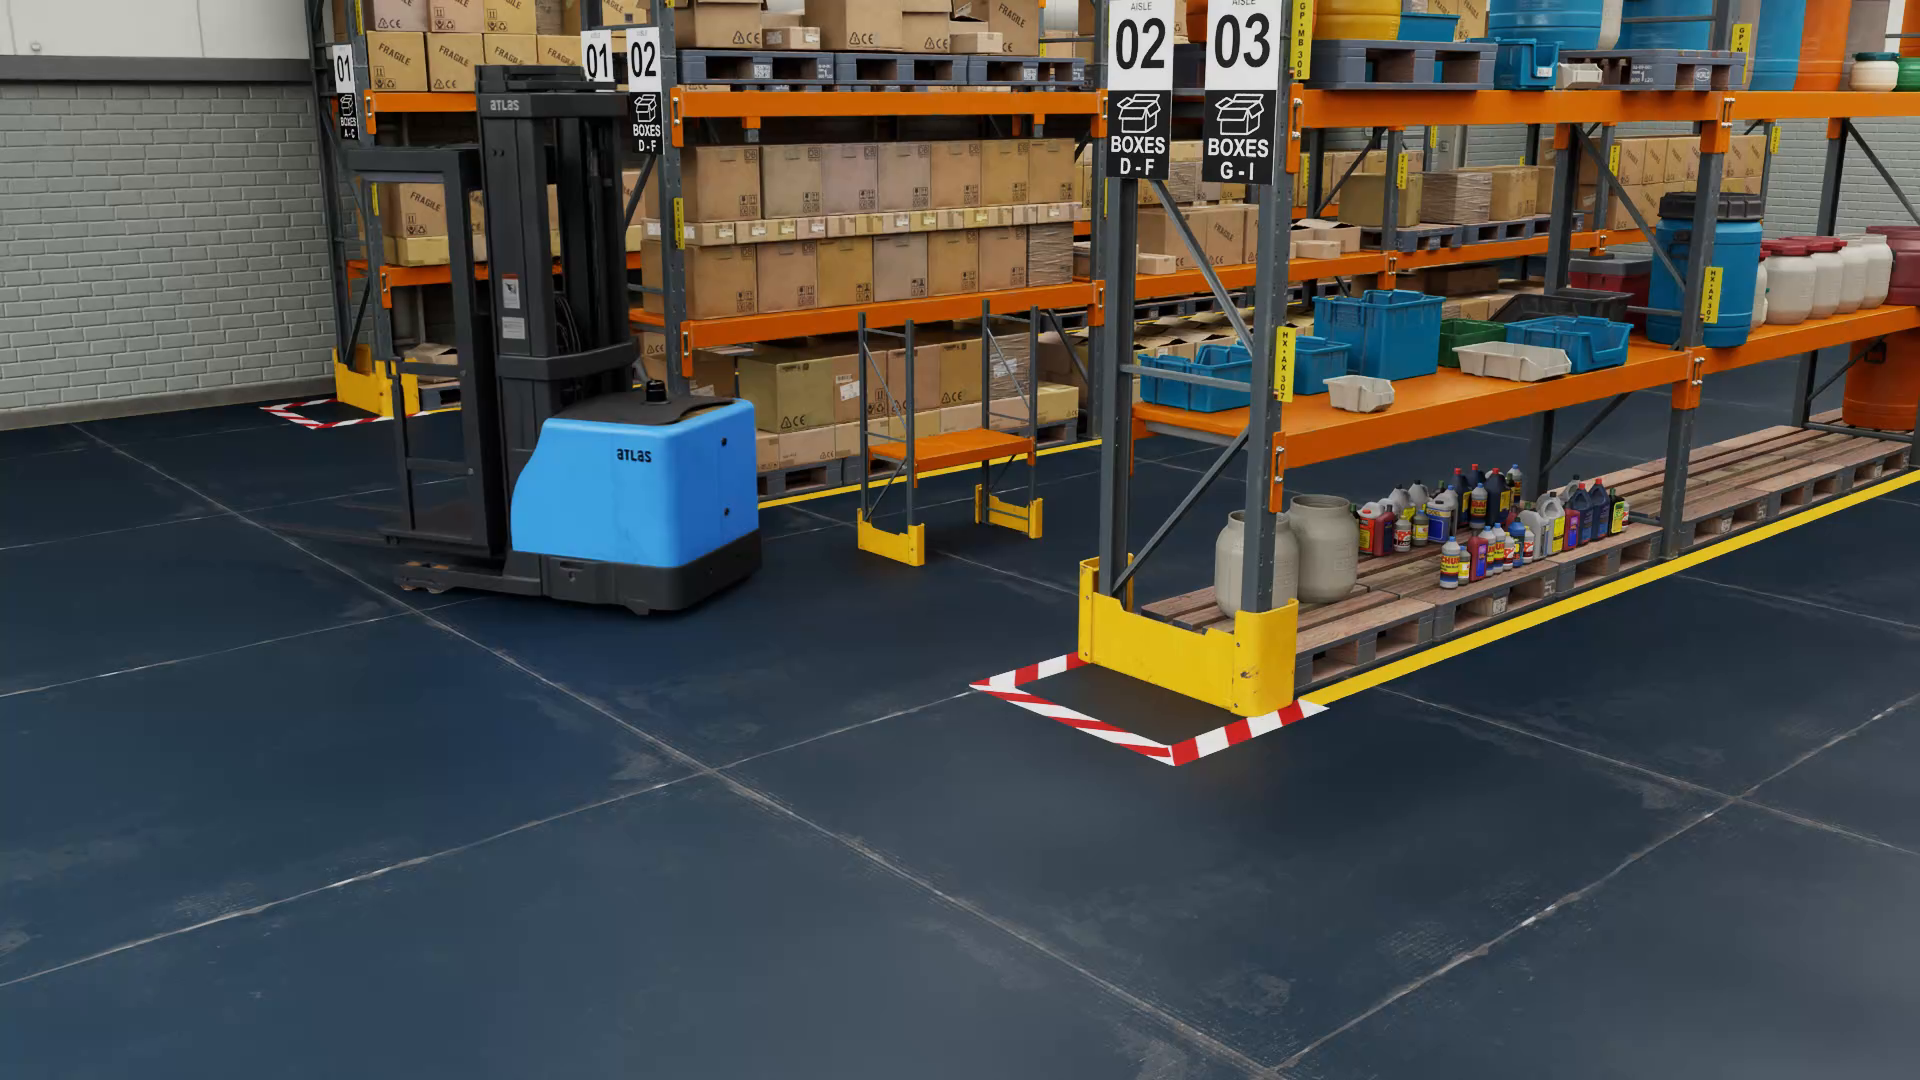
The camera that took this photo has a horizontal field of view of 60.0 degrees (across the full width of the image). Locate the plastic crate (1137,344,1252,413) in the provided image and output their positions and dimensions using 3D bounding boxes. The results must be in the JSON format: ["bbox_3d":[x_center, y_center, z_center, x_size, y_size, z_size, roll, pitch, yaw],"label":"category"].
[{"bbox_3d":[1.245,-0.815,8.277,0.616,0.251,0.499,-13,19,-39],"label":"plastic crate"}]

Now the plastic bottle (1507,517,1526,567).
[{"bbox_3d":[3.123,0.006,9.350,0.097,0.271,0.097,0,15,0],"label":"plastic bottle"}]

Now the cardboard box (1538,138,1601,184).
[{"bbox_3d":[7.080,-4.409,19.313,0.500,0.500,0.500,-13,19,-39],"label":"cardboard box"}]

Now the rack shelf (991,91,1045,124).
[{"bbox_3d":[2.105,-5.468,20.991,4.000,0.370,1.077,-13,19,-39],"label":"rack shelf"}]

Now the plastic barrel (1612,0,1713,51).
[{"bbox_3d":[4.323,-3.241,10.288,0.708,0.901,0.600,-13,19,-39],"label":"plastic barrel"}]

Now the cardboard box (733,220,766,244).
[{"bbox_3d":[-1.550,-2.140,11.499,0.250,0.149,0.380,-13,20,-41],"label":"cardboard box"}]

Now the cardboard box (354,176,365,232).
[{"bbox_3d":[-5.223,-3.093,15.317,0.500,0.500,0.500,-13,20,-40],"label":"cardboard box"}]

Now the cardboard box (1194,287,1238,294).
[{"bbox_3d":[3.208,-3.734,22.269,0.750,0.750,0.750,-12,19,-39],"label":"cardboard box"}]

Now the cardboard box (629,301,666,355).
[{"bbox_3d":[-3.178,-2.171,17.058,0.500,0.500,0.500,14,21,43],"label":"cardboard box"}]

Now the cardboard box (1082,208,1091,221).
[{"bbox_3d":[1.448,-3.996,20.347,0.250,0.149,0.380,-12,19,-38],"label":"cardboard box"}]

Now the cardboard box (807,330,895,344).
[{"bbox_3d":[-0.852,-1.351,13.057,0.500,0.500,0.500,-13,19,-39],"label":"cardboard box"}]

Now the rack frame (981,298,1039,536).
[{"bbox_3d":[0.319,-0.796,10.825,0.032,1.500,0.500,-13,19,-39],"label":"rack frame"}]

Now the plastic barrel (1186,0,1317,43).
[{"bbox_3d":[1.347,-2.710,7.626,0.708,0.830,0.600,-13,19,-39],"label":"plastic barrel"}]

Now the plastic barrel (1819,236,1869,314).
[{"bbox_3d":[6.146,-1.866,11.706,0.421,0.512,0.421,0,15,0],"label":"plastic barrel"}]

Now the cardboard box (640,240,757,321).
[{"bbox_3d":[-1.824,-1.834,11.609,0.500,0.500,0.700,-13,19,-39],"label":"cardboard box"}]

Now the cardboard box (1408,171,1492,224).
[{"bbox_3d":[5.067,-3.562,17.264,0.500,0.500,0.700,-9,17,-29],"label":"cardboard box"}]

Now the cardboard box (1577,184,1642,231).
[{"bbox_3d":[7.431,-3.823,19.057,0.500,0.500,0.500,-12,19,-38],"label":"cardboard box"}]

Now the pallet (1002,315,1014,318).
[{"bbox_3d":[0.005,-2.548,19.882,1.213,0.211,1.003,-13,19,-39],"label":"pallet"}]

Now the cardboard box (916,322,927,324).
[{"bbox_3d":[-0.734,-2.746,19.210,0.500,0.500,0.700,-13,20,-40],"label":"cardboard box"}]

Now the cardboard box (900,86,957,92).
[{"bbox_3d":[-0.443,-5.335,18.859,0.637,0.503,0.797,-9,18,-32],"label":"cardboard box"}]

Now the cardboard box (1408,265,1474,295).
[{"bbox_3d":[5.211,-2.820,18.032,0.500,0.250,0.500,-13,20,-40],"label":"cardboard box"}]

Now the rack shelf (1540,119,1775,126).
[{"bbox_3d":[8.377,-5.182,19.919,4.000,0.370,1.077,-13,19,-39],"label":"rack shelf"}]

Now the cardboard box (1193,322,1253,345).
[{"bbox_3d":[2.467,-1.814,15.156,0.500,0.311,0.500,-12,19,-38],"label":"cardboard box"}]

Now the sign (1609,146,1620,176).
[{"bbox_3d":[7.235,-4.194,18.394,0.005,0.325,0.100,-13,19,-39],"label":"sign"}]

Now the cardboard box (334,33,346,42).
[{"bbox_3d":[-5.291,-4.300,14.989,0.500,0.500,0.500,-11,18,-35],"label":"cardboard box"}]

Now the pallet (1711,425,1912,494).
[{"bbox_3d":[6.489,-0.628,12.693,1.213,0.211,1.003,-13,19,-39],"label":"pallet"}]

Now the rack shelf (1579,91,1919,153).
[{"bbox_3d":[5.591,-2.862,11.233,4.000,0.370,1.077,-13,19,-39],"label":"rack shelf"}]

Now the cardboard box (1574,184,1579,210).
[{"bbox_3d":[7.077,-3.925,19.436,0.500,0.500,0.500,-12,19,-38],"label":"cardboard box"}]

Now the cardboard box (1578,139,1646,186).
[{"bbox_3d":[7.408,-4.298,18.897,0.500,0.500,0.500,-12,19,-38],"label":"cardboard box"}]

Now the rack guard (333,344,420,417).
[{"bbox_3d":[-5.382,-1.478,15.314,0.348,0.500,1.175,-13,19,-39],"label":"rack guard"}]

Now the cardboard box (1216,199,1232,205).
[{"bbox_3d":[3.369,-4.434,21.985,0.250,0.149,0.380,-12,19,-38],"label":"cardboard box"}]

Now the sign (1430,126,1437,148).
[{"bbox_3d":[6.977,-5.949,24.506,0.005,0.325,0.100,-13,19,-39],"label":"sign"}]

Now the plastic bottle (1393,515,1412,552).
[{"bbox_3d":[2.571,-0.041,9.660,0.097,0.201,0.097,0,15,0],"label":"plastic bottle"}]

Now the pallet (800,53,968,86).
[{"bbox_3d":[-0.713,-3.438,12.166,1.213,0.211,1.003,-13,19,-39],"label":"pallet"}]

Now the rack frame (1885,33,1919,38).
[{"bbox_3d":[7.099,-4.997,12.022,0.127,3.000,1.000,-13,19,-39],"label":"rack frame"}]

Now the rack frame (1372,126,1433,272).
[{"bbox_3d":[6.631,-5.383,25.090,0.127,3.000,1.000,-13,19,-39],"label":"rack frame"}]

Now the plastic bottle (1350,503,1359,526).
[{"bbox_3d":[2.238,-0.064,9.588,0.133,0.283,0.061,-12,19,-38],"label":"plastic bottle"}]

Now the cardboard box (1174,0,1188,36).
[{"bbox_3d":[1.739,-4.526,14.093,0.500,0.500,0.500,-10,18,-34],"label":"cardboard box"}]

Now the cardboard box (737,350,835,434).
[{"bbox_3d":[-1.258,-1.078,12.035,0.500,0.500,0.500,-13,19,-39],"label":"cardboard box"}]

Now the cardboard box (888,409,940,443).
[{"bbox_3d":[-0.501,-0.885,12.763,0.500,0.250,0.500,-13,19,-39],"label":"cardboard box"}]

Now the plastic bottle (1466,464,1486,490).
[{"bbox_3d":[3.200,-0.298,10.335,0.185,0.351,0.144,-12,19,-38],"label":"plastic bottle"}]

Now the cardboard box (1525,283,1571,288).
[{"bbox_3d":[6.684,-2.607,18.689,0.500,0.500,0.500,-13,20,-40],"label":"cardboard box"}]

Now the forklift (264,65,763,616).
[{"bbox_3d":[-2.744,-1.223,9.650,3.031,2.935,1.130,6,16,21],"label":"forklift"}]

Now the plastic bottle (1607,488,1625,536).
[{"bbox_3d":[3.935,-0.176,10.007,0.133,0.283,0.061,-11,19,-37],"label":"plastic bottle"}]

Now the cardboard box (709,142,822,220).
[{"bbox_3d":[-1.391,-2.560,11.812,0.500,0.500,0.700,-13,20,-41],"label":"cardboard box"}]

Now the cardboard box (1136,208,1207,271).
[{"bbox_3d":[1.821,-2.651,14.668,0.500,0.500,0.500,-11,18,-35],"label":"cardboard box"}]

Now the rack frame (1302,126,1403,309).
[{"bbox_3d":[3.851,-3.064,16.408,0.127,3.000,1.000,-13,19,-39],"label":"rack frame"}]

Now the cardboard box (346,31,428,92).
[{"bbox_3d":[-5.023,-4.188,14.570,0.500,0.500,0.500,-12,19,-38],"label":"cardboard box"}]

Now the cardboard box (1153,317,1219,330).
[{"bbox_3d":[2.098,-1.914,15.531,0.500,0.311,0.500,-13,20,-40],"label":"cardboard box"}]

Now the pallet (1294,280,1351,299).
[{"bbox_3d":[5.159,-3.679,24.116,1.213,0.211,1.003,-13,19,-39],"label":"pallet"}]

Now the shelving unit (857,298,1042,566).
[{"bbox_3d":[-0.058,-0.712,10.508,1.083,1.500,0.587,-13,19,-39],"label":"shelving unit"}]

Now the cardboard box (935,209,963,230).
[{"bbox_3d":[-0.190,-2.446,12.642,0.250,0.149,0.380,-12,19,-38],"label":"cardboard box"}]

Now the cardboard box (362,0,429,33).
[{"bbox_3d":[-4.989,-4.681,14.479,0.500,0.500,0.500,14,21,43],"label":"cardboard box"}]

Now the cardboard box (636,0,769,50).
[{"bbox_3d":[-1.748,-3.575,11.223,0.637,0.503,0.797,-11,18,-36],"label":"cardboard box"}]

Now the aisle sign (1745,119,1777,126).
[{"bbox_3d":[10.138,-5.627,20.967,0.004,0.787,0.394,-13,19,-39],"label":"aisle sign"}]

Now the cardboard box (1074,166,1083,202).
[{"bbox_3d":[1.130,-4.262,20.084,0.500,0.500,0.500,-12,19,-38],"label":"cardboard box"}]

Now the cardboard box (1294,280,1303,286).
[{"bbox_3d":[4.626,-3.892,23.537,0.500,0.500,0.700,-13,20,-40],"label":"cardboard box"}]

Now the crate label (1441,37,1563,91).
[{"bbox_3d":[2.693,-2.374,8.301,0.408,0.251,0.502,-13,19,-39],"label":"crate label"}]
